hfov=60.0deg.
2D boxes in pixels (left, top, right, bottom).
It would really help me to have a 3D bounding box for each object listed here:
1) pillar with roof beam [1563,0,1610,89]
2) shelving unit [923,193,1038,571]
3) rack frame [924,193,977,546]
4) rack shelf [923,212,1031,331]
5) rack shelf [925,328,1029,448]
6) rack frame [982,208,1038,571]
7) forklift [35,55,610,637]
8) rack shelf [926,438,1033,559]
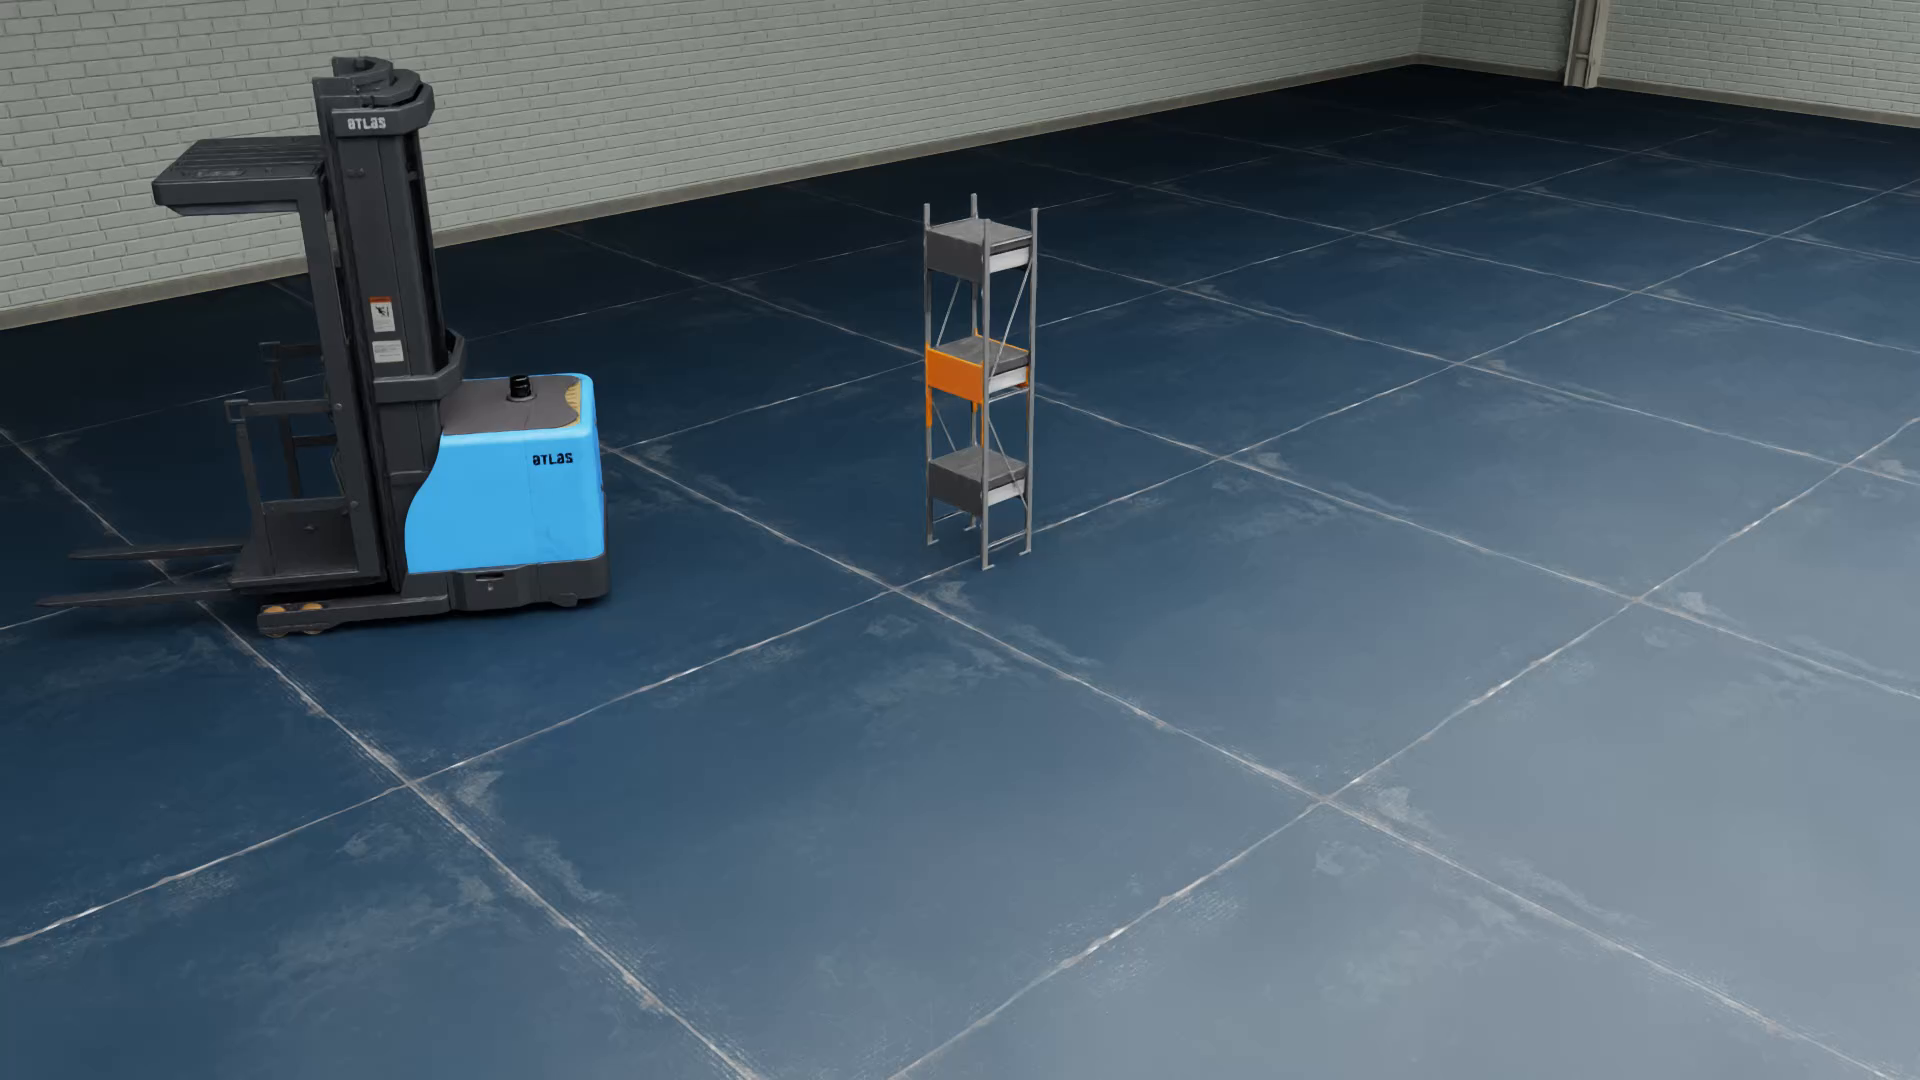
[{"bbox_3d":[6.379,-9.845,20.988,9.100,9.000,0.400,-21,32,-38],"label":"pillar with roof beam"},{"bbox_3d":[0.113,-0.905,9.704,0.431,2.100,0.503,-21,32,-38],"label":"shelving unit"},{"bbox_3d":[-0.054,-0.979,9.866,0.400,2.100,0.015,-21,32,-38],"label":"rack frame"},{"bbox_3d":[0.113,-1.530,9.419,0.431,0.518,0.480,-21,32,-38],"label":"rack shelf"},{"bbox_3d":[0.113,-0.893,9.710,0.431,0.518,0.480,-21,32,-38],"label":"rack shelf"},{"bbox_3d":[0.280,-0.831,9.542,0.400,2.100,0.015,-21,32,-38],"label":"rack frame"},{"bbox_3d":[-3.561,-1.040,8.998,3.031,2.935,1.130,-5,25,-10],"label":"forklift"},{"bbox_3d":[0.113,-0.256,10.000,0.431,0.518,0.480,-21,32,-38],"label":"rack shelf"}]
